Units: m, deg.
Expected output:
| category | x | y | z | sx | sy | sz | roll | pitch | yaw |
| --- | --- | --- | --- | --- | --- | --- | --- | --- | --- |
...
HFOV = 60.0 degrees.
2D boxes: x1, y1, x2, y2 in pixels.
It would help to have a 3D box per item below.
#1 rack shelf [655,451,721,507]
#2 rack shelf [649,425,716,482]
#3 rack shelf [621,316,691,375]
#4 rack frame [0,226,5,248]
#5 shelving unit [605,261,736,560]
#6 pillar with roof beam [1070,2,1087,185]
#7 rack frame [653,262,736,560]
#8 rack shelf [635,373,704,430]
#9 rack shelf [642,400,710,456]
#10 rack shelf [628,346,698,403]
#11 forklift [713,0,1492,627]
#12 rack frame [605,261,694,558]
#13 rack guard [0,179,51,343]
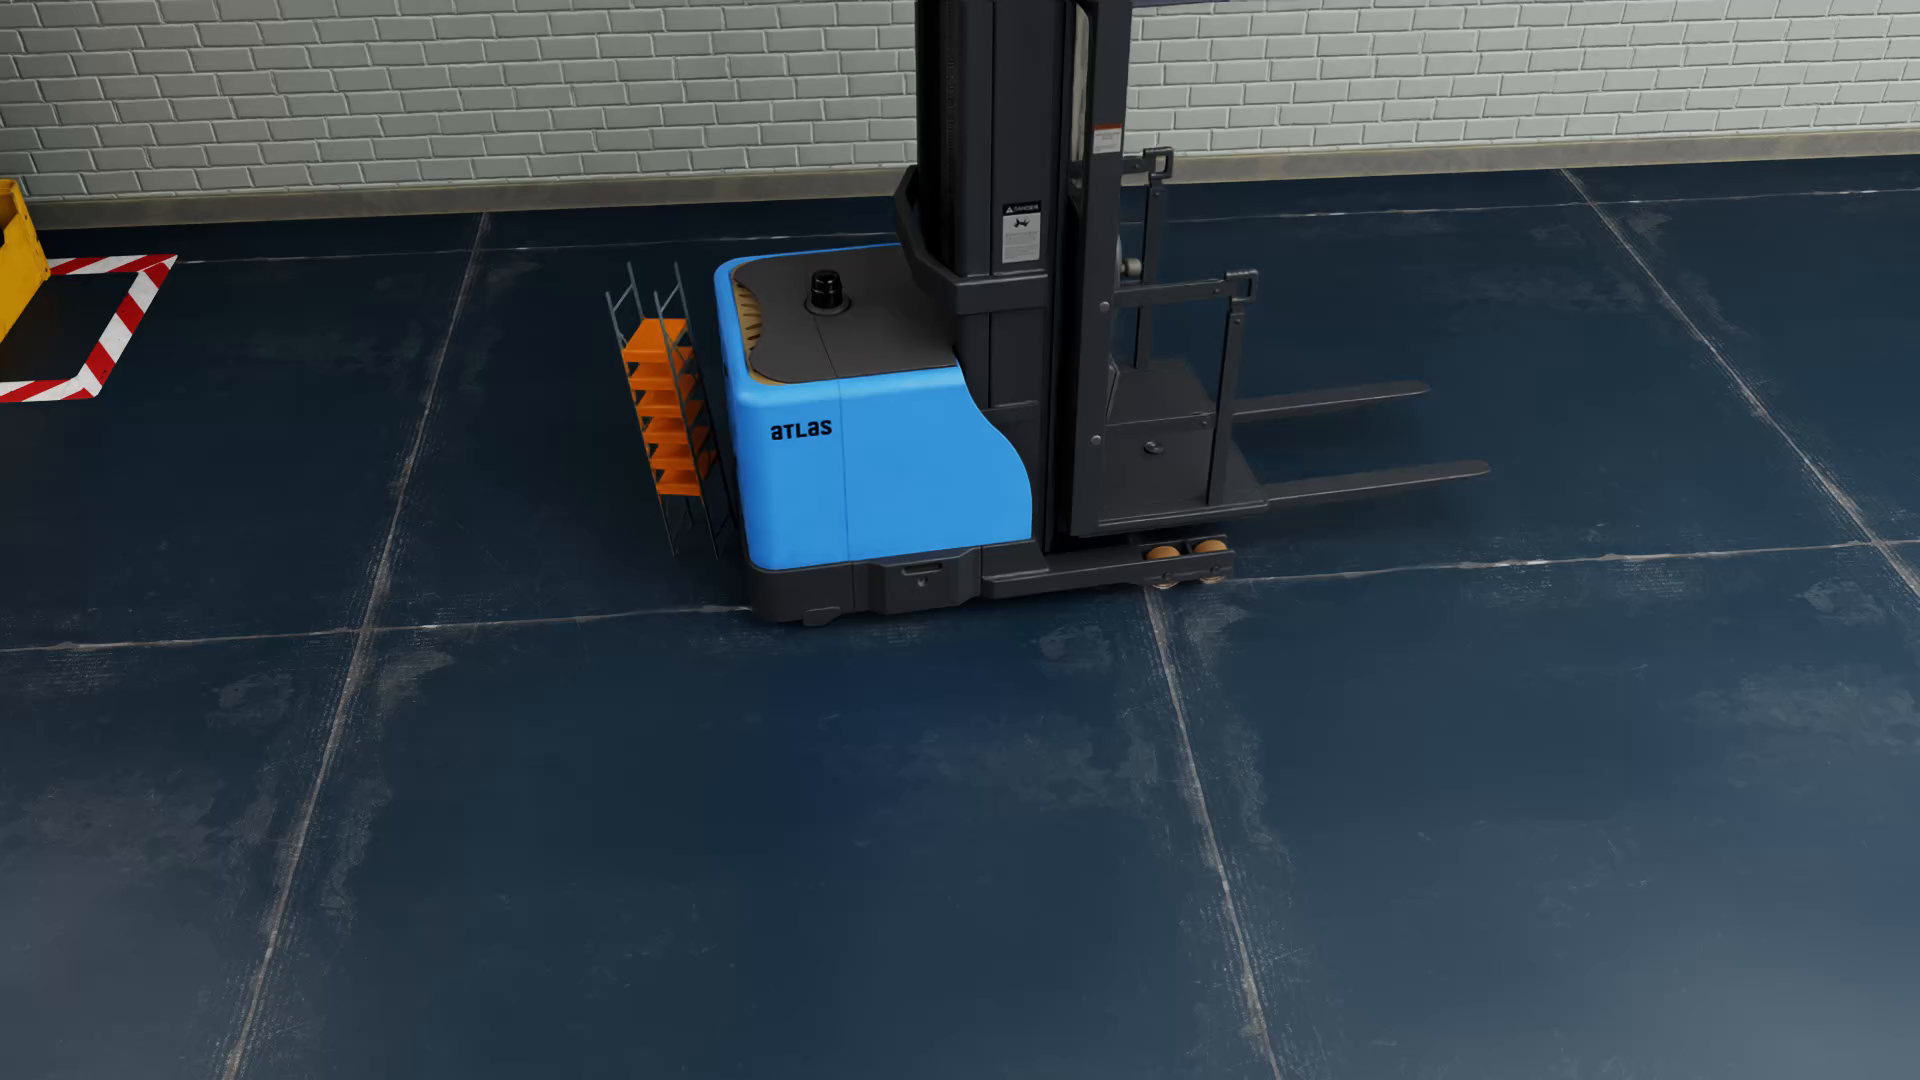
| category | x | y | z | sx | sy | sz | roll | pitch | yaw |
| --- | --- | --- | --- | --- | --- | --- | --- | --- | --- |
| rack shelf | -1.063 | -0.247 | 6.540 | 0.180 | 0.103 | 0.258 | 2 | 38 | 12 |
| rack shelf | -1.075 | -0.343 | 6.468 | 0.180 | 0.103 | 0.258 | 2 | 38 | 12 |
| rack shelf | -1.123 | -0.723 | 6.180 | 0.180 | 0.103 | 0.258 | 2 | 38 | 12 |
| rack frame | -4.777 | -2.197 | 7.113 | 0.127 | 3.000 | 1.000 | -3 | 38 | -4 |
| shelving unit | -1.091 | -0.473 | 6.370 | 0.189 | 1.200 | 0.258 | 2 | 38 | 12 |
| pillar with roof beam | 0.808 | -2.743 | 2.962 | 0.400 | 9.000 | 9.100 | -3 | 38 | -4 |
| rack frame | -1.002 | -0.469 | 6.350 | 0.006 | 1.200 | 0.240 | 2 | 38 | 12 |
| rack shelf | -1.099 | -0.533 | 6.324 | 0.180 | 0.103 | 0.258 | 2 | 38 | 12 |
| rack shelf | -1.087 | -0.438 | 6.396 | 0.180 | 0.103 | 0.258 | 2 | 38 | 12 |
| rack shelf | -1.111 | -0.628 | 6.252 | 0.180 | 0.103 | 0.258 | 2 | 38 | 12 |
| forklift | 0.612 | -1.277 | 6.002 | 3.031 | 2.935 | 1.130 | -7 | 39 | -9 |
| rack frame | -1.180 | -0.477 | 6.389 | 0.006 | 1.200 | 0.240 | 2 | 38 | 12 |
| rack guard | -4.753 | -1.217 | 7.889 | 0.348 | 0.500 | 1.175 | -3 | 38 | -4 |
